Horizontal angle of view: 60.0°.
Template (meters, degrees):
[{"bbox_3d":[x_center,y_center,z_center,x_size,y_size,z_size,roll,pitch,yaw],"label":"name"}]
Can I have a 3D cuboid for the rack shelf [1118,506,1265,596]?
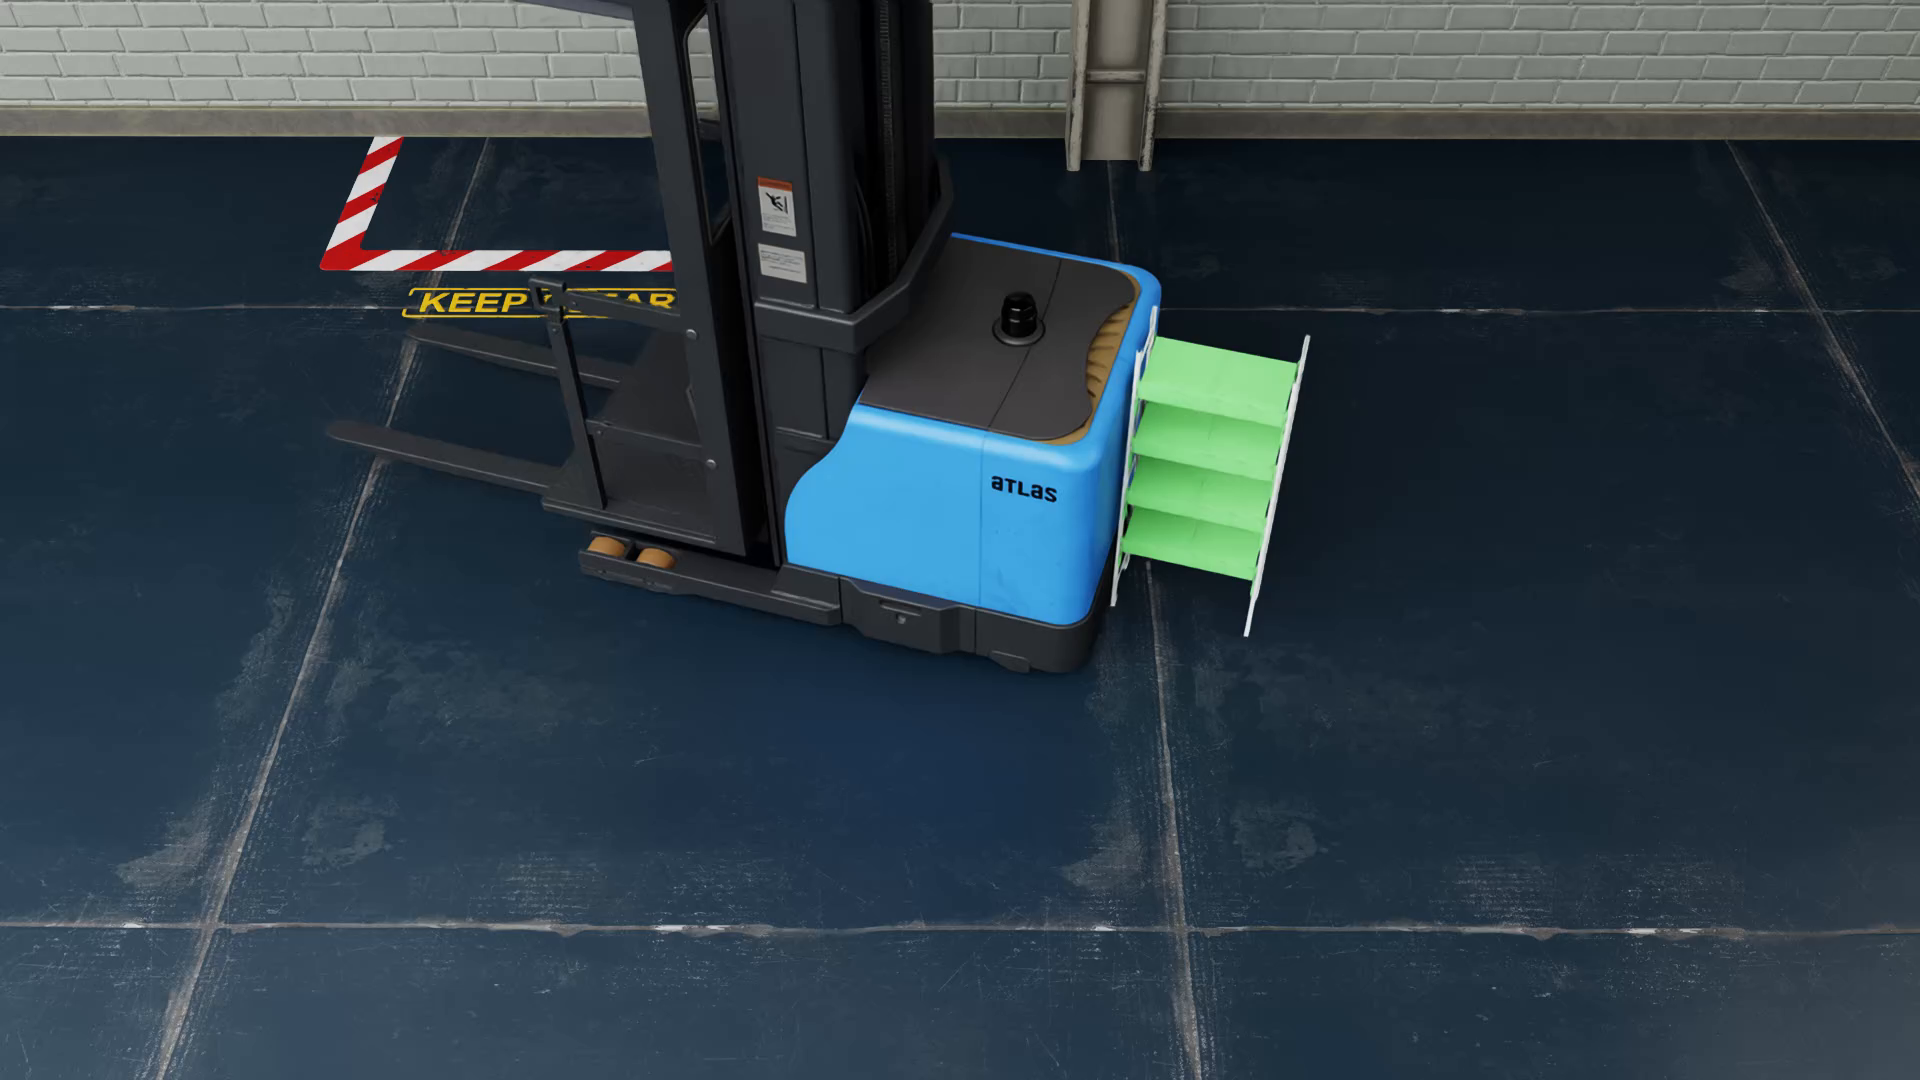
[{"bbox_3d":[0.821,0.007,5.839,0.480,0.148,0.258,13,48,12],"label":"rack shelf"}]

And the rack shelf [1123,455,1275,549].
[{"bbox_3d":[0.821,-0.157,5.664,0.480,0.148,0.258,13,48,12],"label":"rack shelf"}]

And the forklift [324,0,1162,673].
[{"bbox_3d":[-0.877,-1.165,5.332,3.031,2.935,1.130,13,48,12],"label":"forklift"}]

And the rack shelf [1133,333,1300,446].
[{"bbox_3d":[0.821,-0.484,5.312,0.480,0.148,0.258,13,48,12],"label":"rack shelf"}]

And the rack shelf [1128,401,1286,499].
[{"bbox_3d":[0.821,-0.320,5.488,0.480,0.148,0.258,13,48,12],"label":"rack shelf"}]

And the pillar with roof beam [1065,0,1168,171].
[{"bbox_3d":[0.692,-1.777,1.756,0.400,9.000,9.100,0,47,0],"label":"pillar with roof beam"}]

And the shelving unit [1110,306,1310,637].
[{"bbox_3d":[0.821,-0.200,5.617,0.503,1.200,0.258,13,48,12],"label":"shelving unit"}]

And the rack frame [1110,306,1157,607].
[{"bbox_3d":[0.588,-0.253,5.666,0.015,1.200,0.240,13,48,12],"label":"rack frame"}]

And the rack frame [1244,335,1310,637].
[{"bbox_3d":[1.054,-0.148,5.568,0.015,1.200,0.240,13,48,12],"label":"rack frame"}]
